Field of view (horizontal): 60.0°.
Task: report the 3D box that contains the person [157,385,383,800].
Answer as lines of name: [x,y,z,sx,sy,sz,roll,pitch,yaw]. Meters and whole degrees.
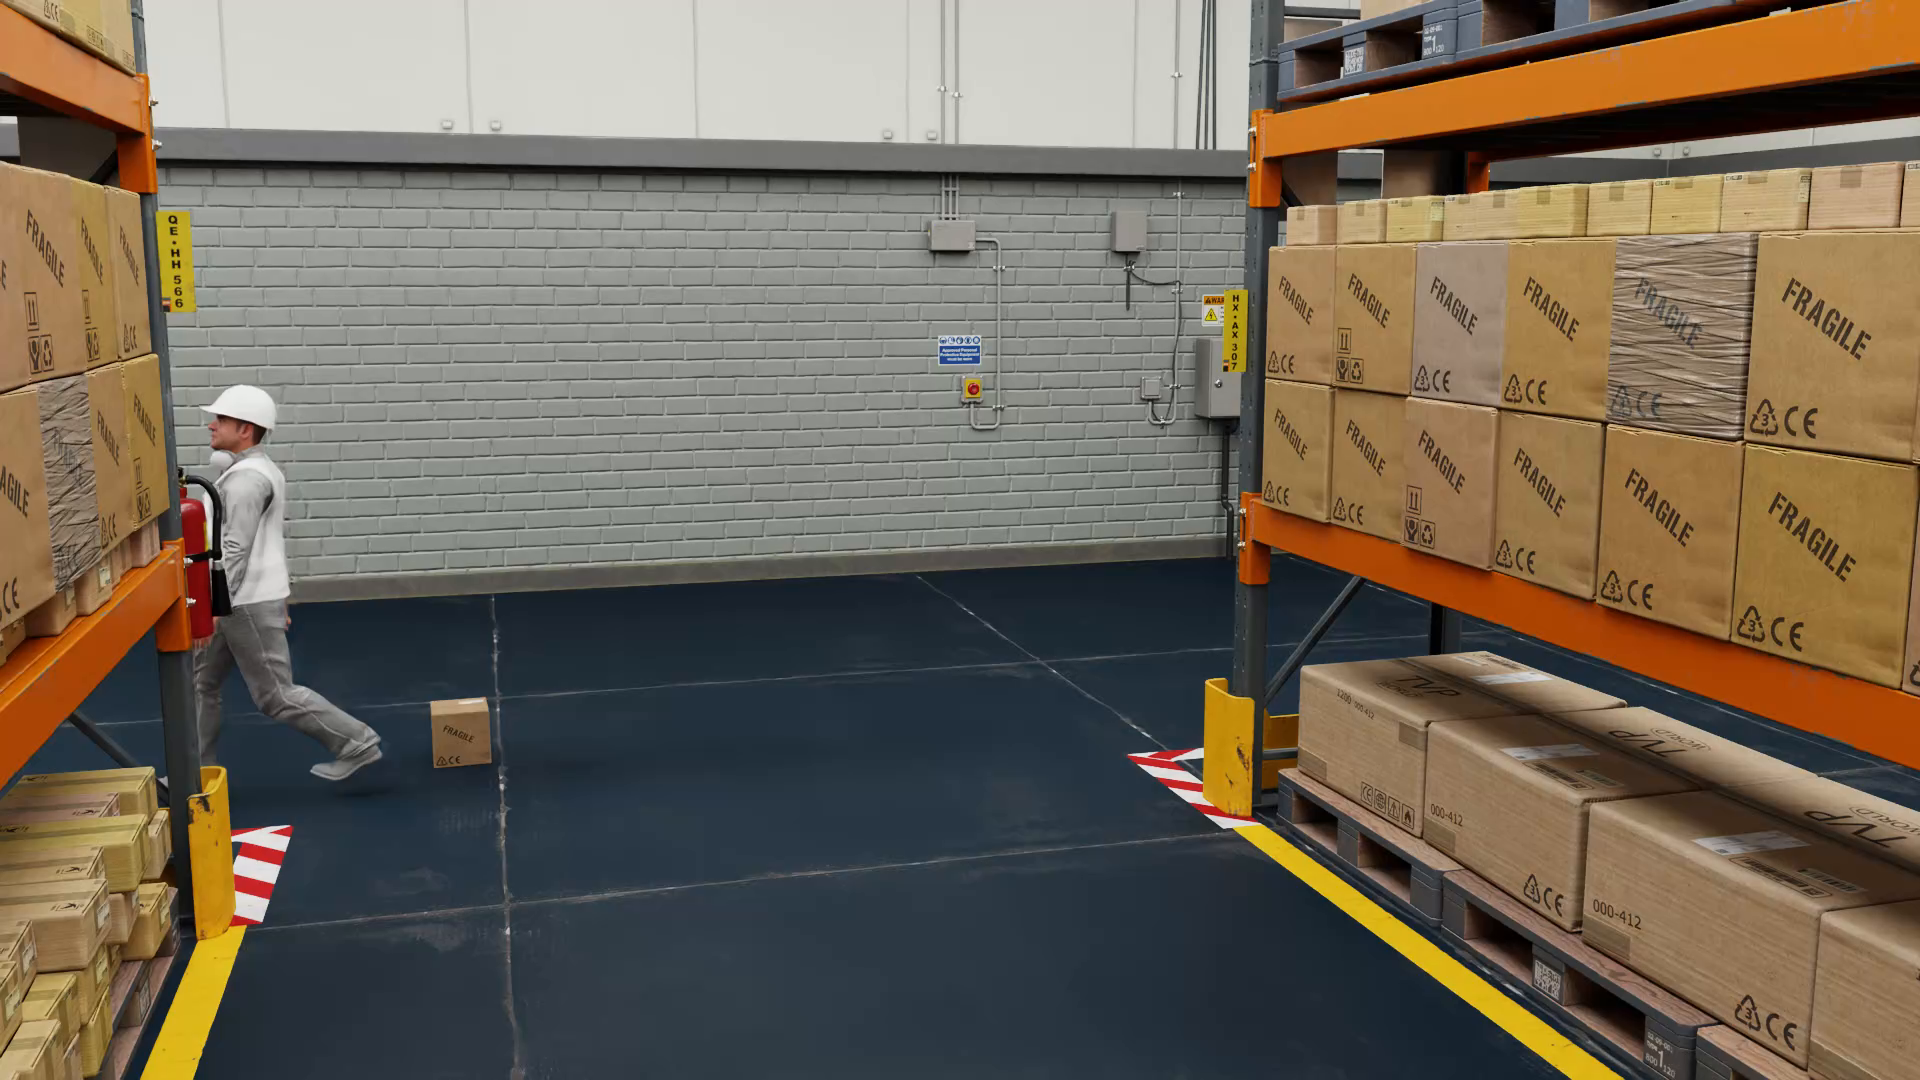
person: [-2.946,0.234,6.859,0.991,1.734,0.559,-4,10,-23]
